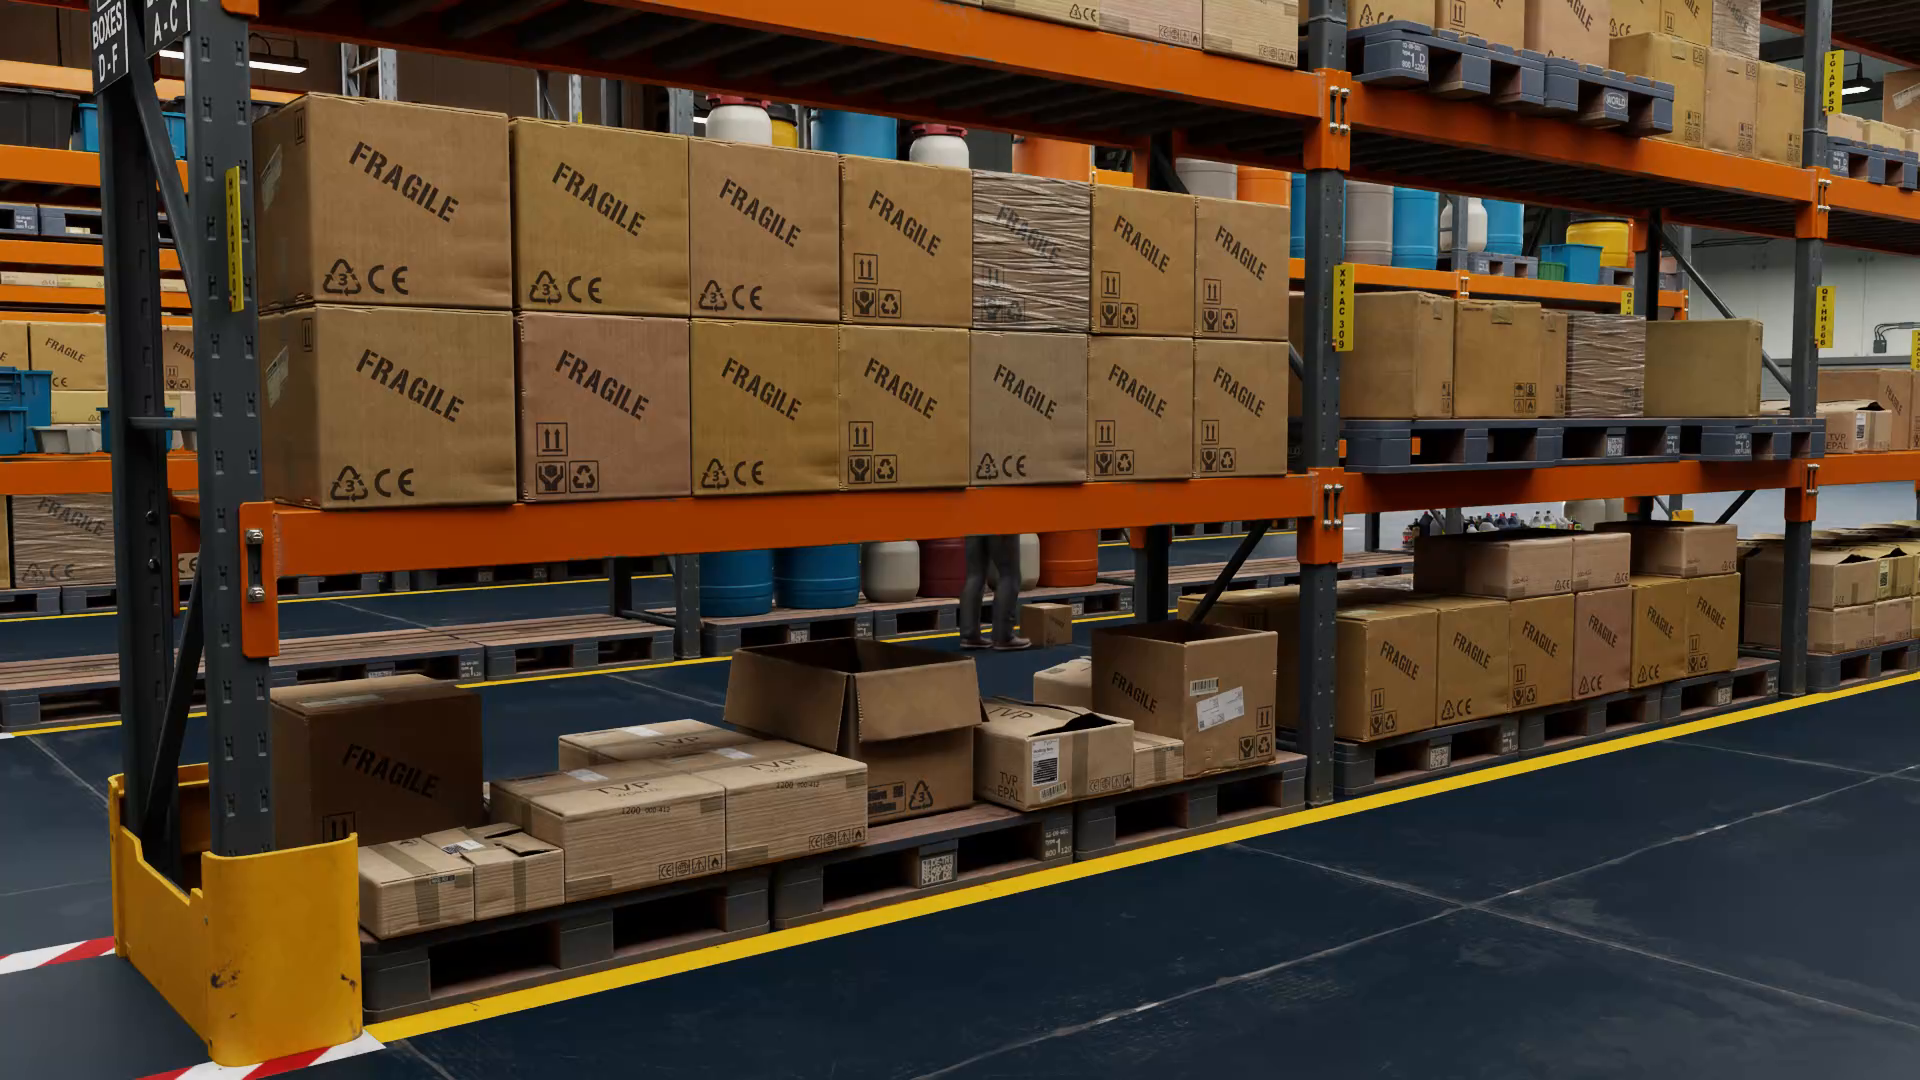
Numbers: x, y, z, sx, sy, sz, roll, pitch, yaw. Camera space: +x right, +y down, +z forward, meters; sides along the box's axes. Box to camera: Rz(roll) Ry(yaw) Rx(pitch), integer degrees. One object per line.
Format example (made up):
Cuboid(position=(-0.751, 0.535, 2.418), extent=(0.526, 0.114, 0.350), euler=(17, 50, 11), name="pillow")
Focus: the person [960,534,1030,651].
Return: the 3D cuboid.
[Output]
Cuboid(position=(0.211, -0.113, 10.775), extent=(0.392, 1.658, 0.438), euler=(-3, 6, -38), name="person")
